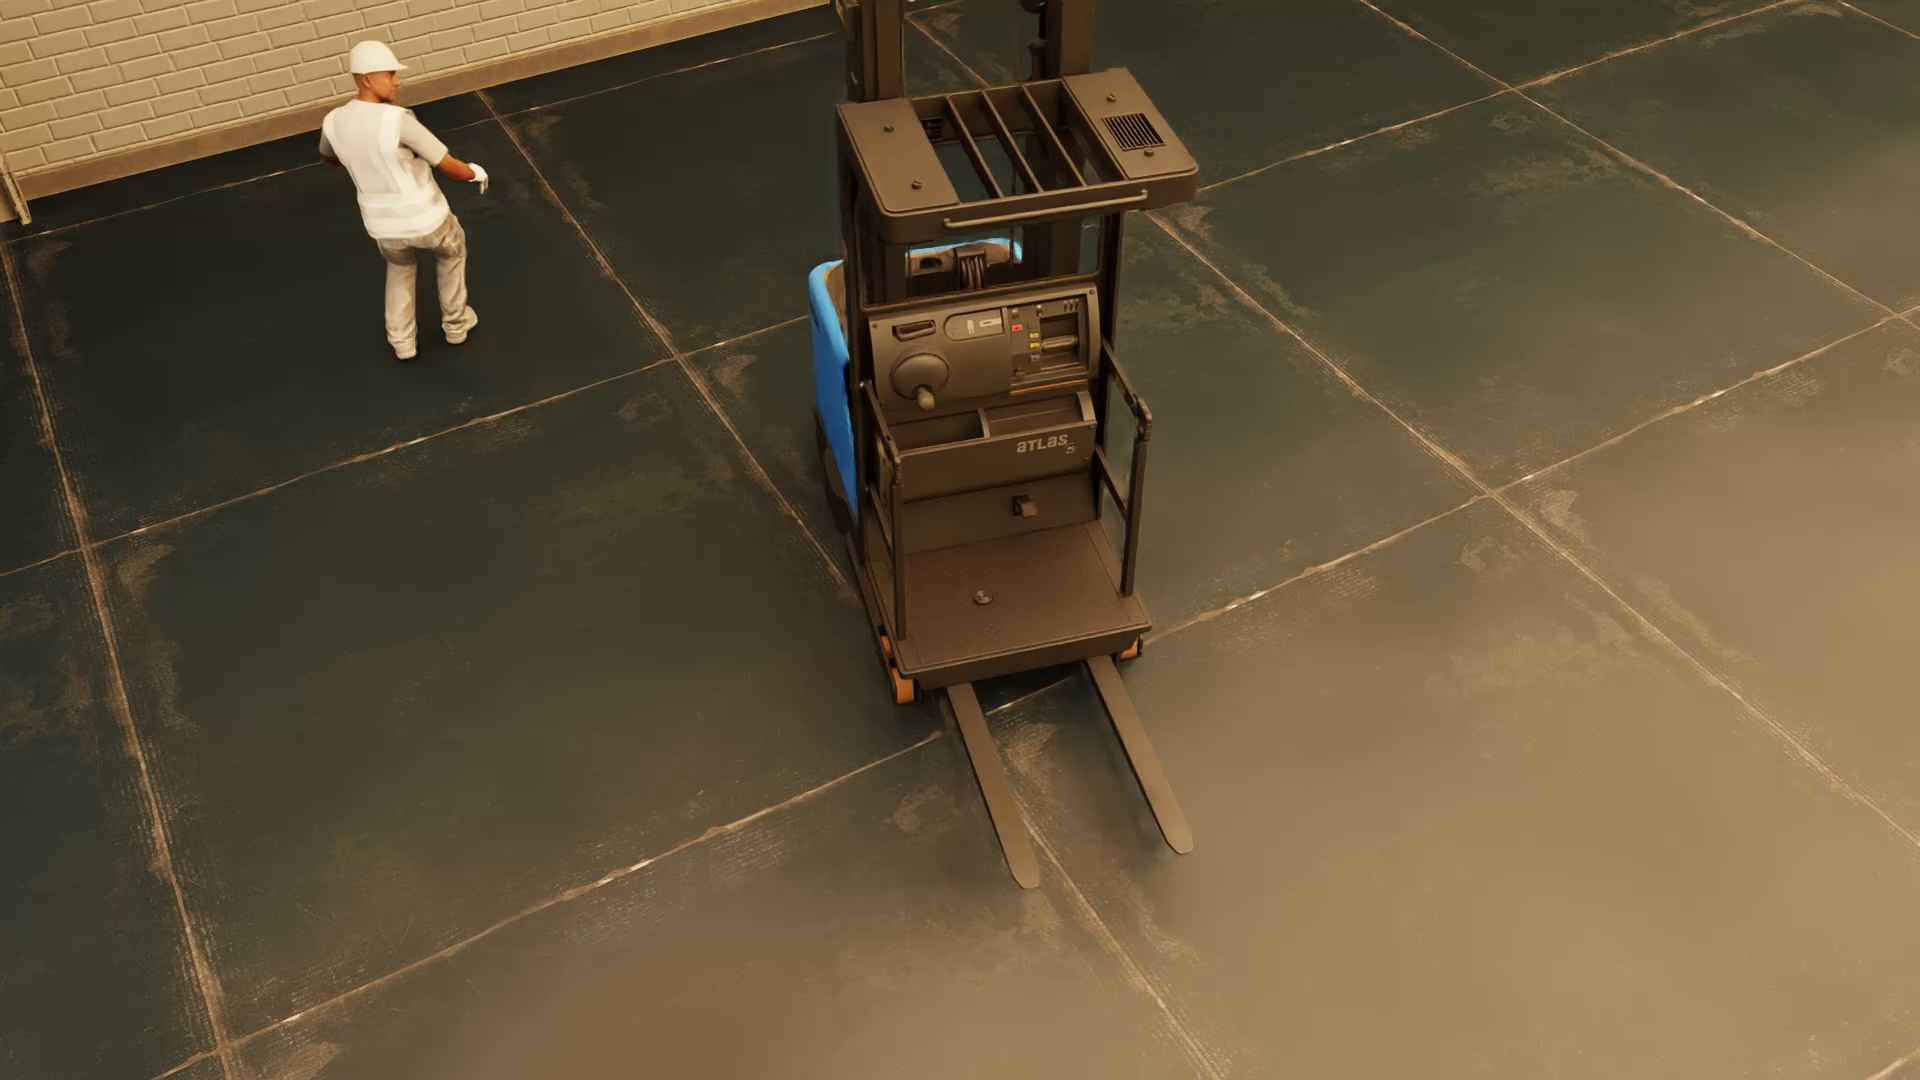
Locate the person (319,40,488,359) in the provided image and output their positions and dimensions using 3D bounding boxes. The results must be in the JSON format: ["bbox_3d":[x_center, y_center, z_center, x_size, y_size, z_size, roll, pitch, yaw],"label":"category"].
[{"bbox_3d":[-2.809,-1.735,8.498,0.808,1.720,0.692,5,43,5],"label":"person"}]

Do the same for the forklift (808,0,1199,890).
[{"bbox_3d":[0.161,-0.674,6.425,1.130,2.935,3.031,-10,44,-11],"label":"forklift"}]
